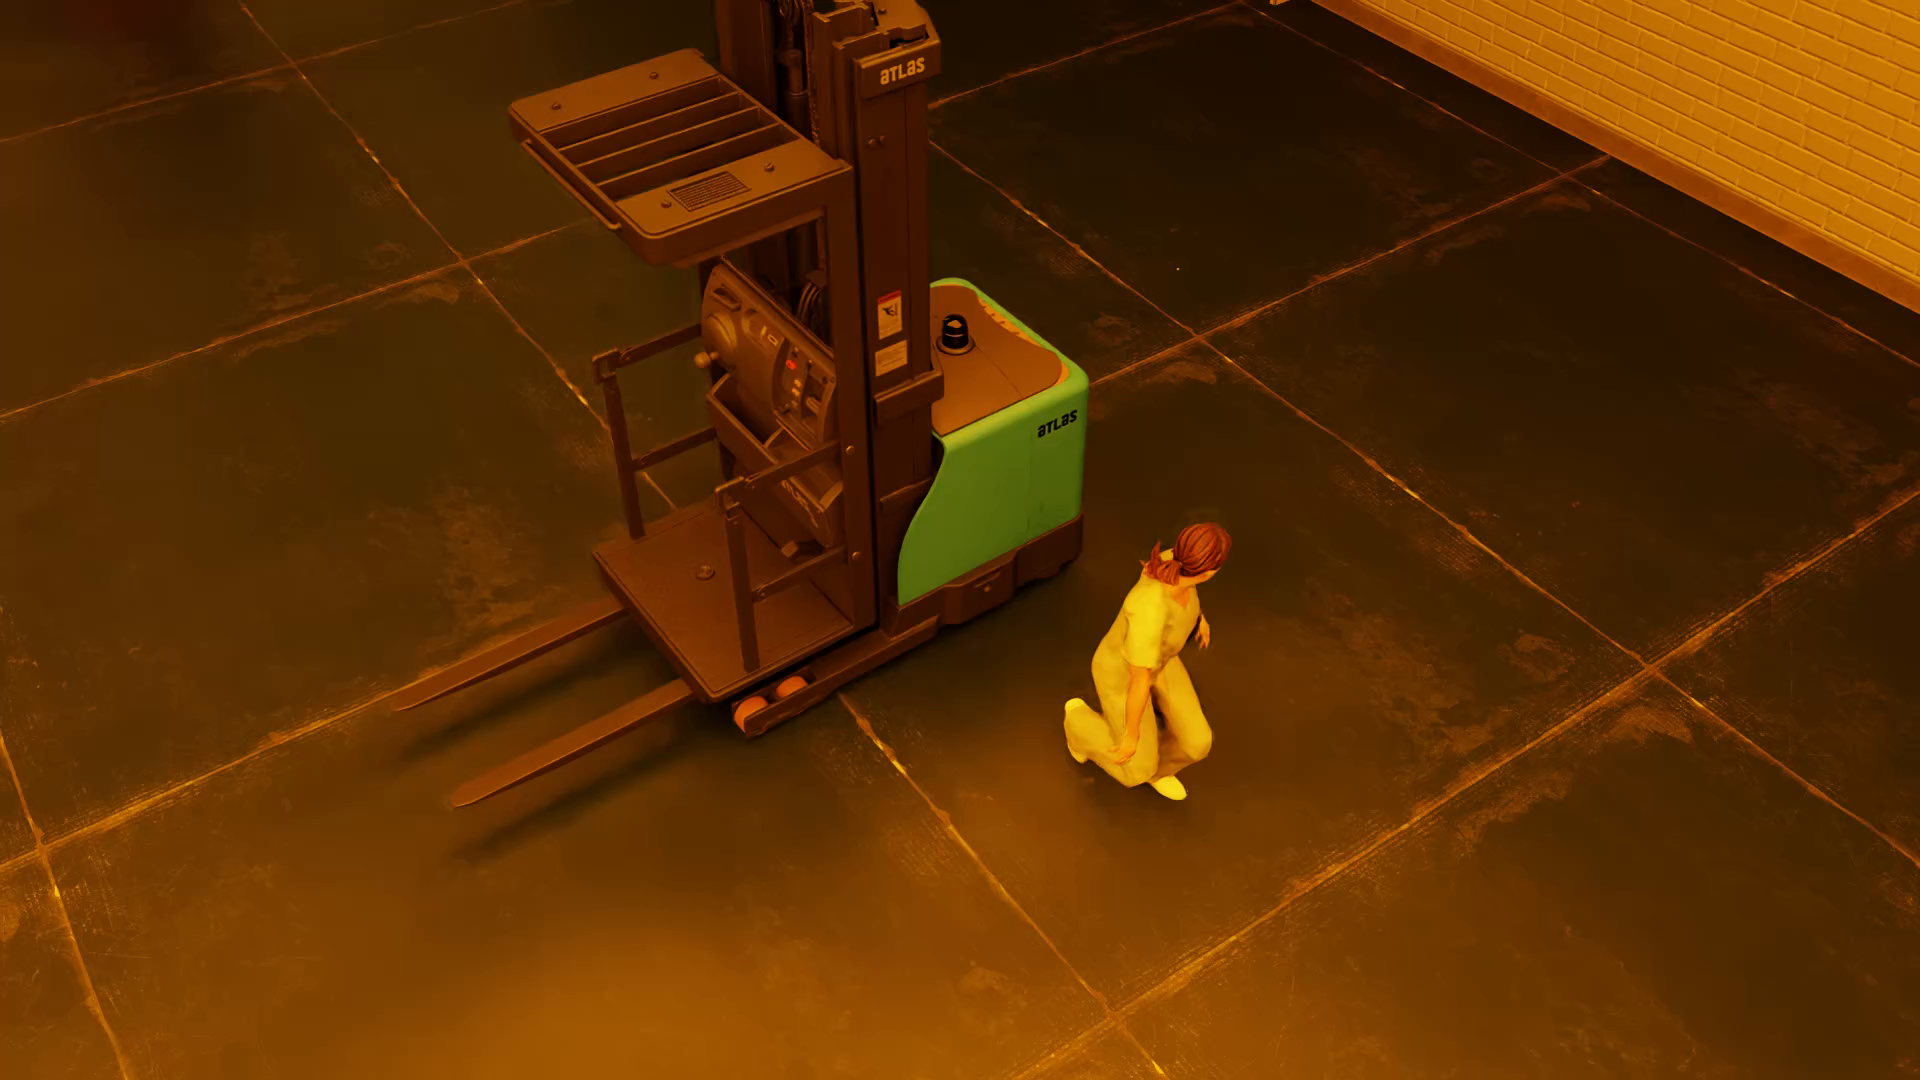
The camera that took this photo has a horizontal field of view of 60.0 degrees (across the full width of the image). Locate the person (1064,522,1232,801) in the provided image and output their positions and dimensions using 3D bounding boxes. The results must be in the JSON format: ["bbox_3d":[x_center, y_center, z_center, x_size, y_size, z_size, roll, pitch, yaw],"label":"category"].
[{"bbox_3d":[0.690,0.459,6.316,0.639,1.472,0.722,31,51,30],"label":"person"}]

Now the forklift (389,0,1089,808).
[{"bbox_3d":[-0.924,-0.666,6.438,3.031,2.935,1.130,-26,49,-26],"label":"forklift"}]
